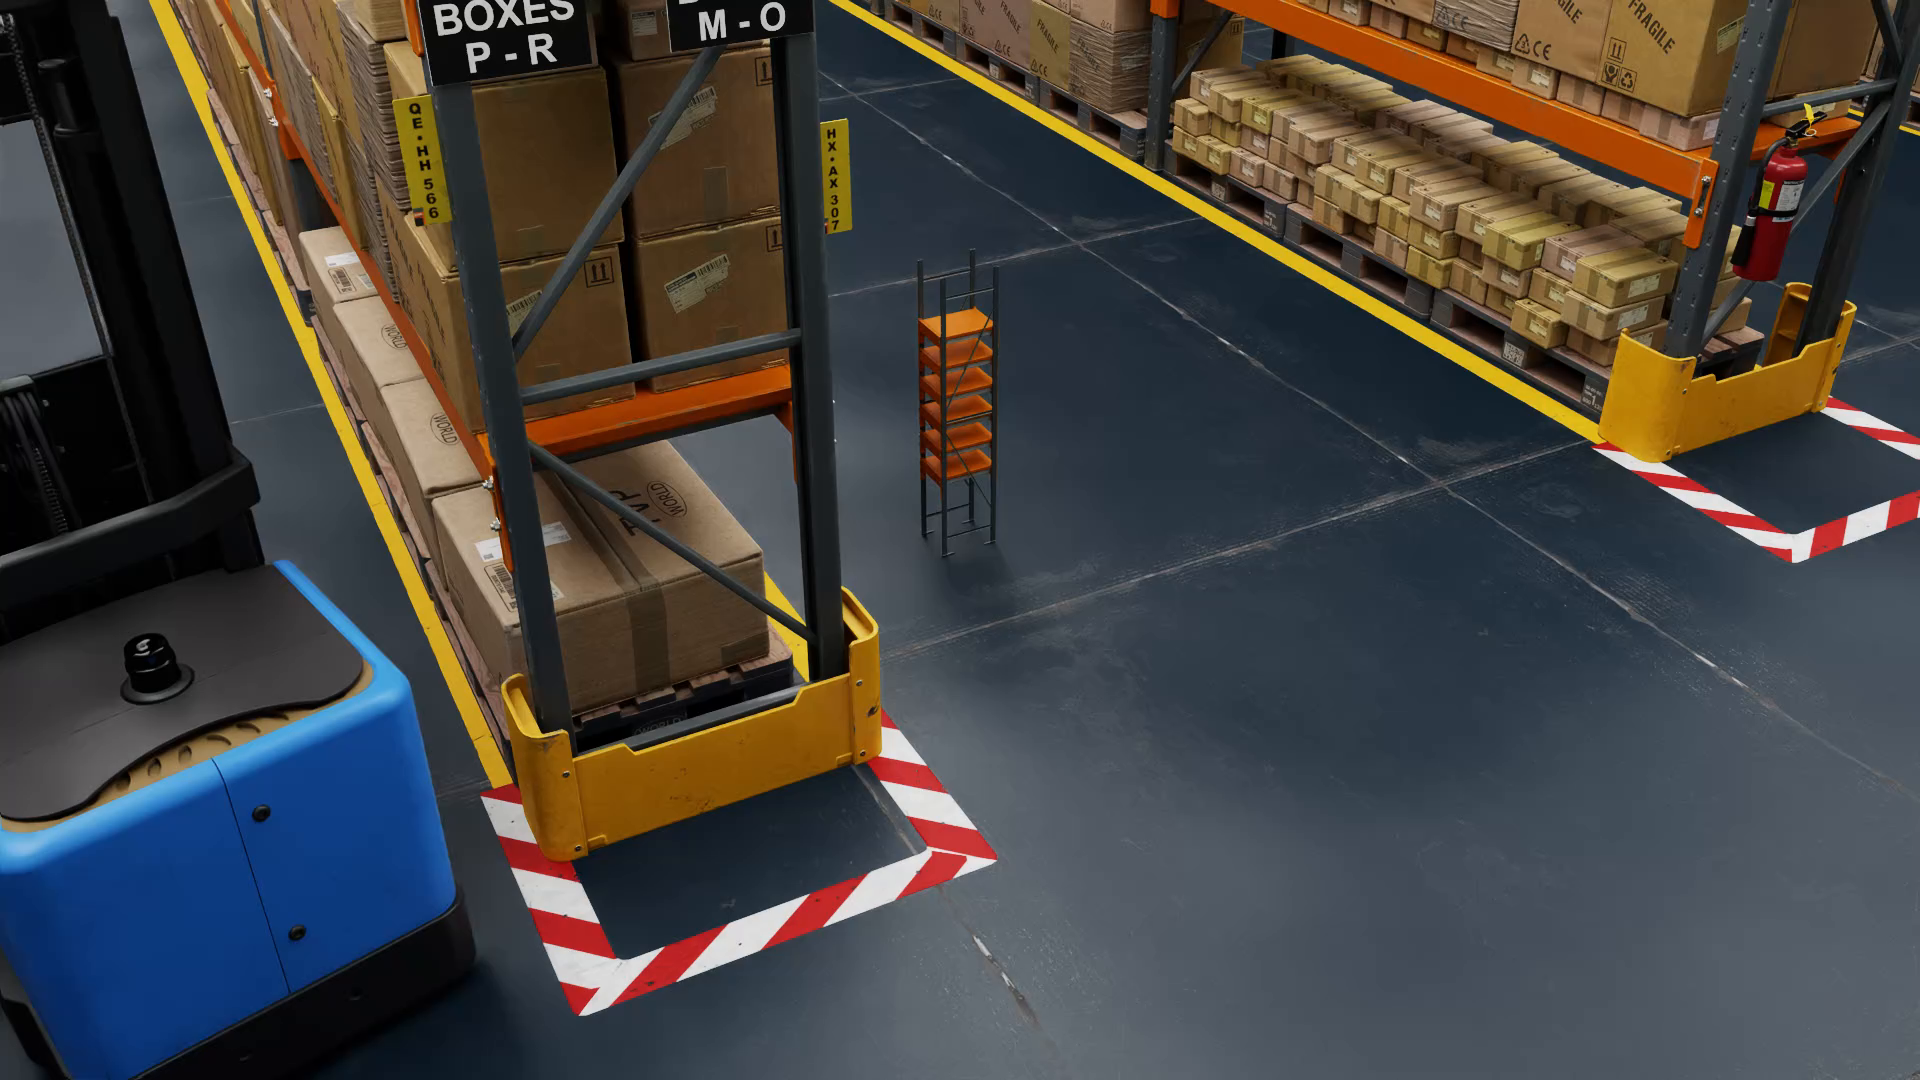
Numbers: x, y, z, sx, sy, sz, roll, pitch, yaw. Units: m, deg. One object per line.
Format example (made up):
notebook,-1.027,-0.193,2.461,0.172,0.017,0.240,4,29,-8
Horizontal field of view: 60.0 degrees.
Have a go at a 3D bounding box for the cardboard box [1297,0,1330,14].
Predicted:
cardboard box,1.998,-2.878,8.695,0.380,0.149,0.250,-15,36,-22

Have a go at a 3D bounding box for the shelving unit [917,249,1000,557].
shelving unit,-0.007,-0.512,6.437,0.258,1.200,0.189,-16,36,-23

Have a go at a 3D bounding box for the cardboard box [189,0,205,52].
cardboard box,-4.834,-3.646,11.707,0.950,0.372,0.625,-18,37,-26

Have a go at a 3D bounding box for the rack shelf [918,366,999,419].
rack shelf,-0.007,-0.576,6.396,0.258,0.103,0.180,-16,36,-23

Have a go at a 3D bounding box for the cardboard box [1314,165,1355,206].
cardboard box,2.139,-1.928,8.956,0.380,0.149,0.250,-16,36,-23

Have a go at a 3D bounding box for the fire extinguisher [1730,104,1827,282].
fire extinguisher,3.192,-1.353,6.499,0.296,0.674,0.183,-16,36,-23

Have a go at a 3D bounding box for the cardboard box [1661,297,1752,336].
cardboard box,3.521,-1.086,7.918,0.380,0.149,0.250,-15,36,-22

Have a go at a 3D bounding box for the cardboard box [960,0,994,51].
cardboard box,0.337,-3.837,11.886,0.500,0.500,0.500,-17,36,-24

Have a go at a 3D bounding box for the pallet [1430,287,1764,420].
pallet,3.099,-1.038,8.174,1.003,0.211,1.213,-16,36,-23

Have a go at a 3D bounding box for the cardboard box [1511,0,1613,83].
cardboard box,2.810,-2.343,7.259,0.500,0.500,0.500,-16,36,-24

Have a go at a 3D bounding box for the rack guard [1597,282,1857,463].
rack guard,3.447,-0.763,7.477,1.175,0.500,0.348,-16,36,-23

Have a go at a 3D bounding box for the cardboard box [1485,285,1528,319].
cardboard box,2.796,-1.199,8.095,0.380,0.149,0.250,-16,36,-23

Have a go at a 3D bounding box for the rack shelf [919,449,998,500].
rack shelf,-0.007,-0.273,6.591,0.258,0.103,0.180,-16,36,-23

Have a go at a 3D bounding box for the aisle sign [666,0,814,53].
aisle sign,-0.559,-1.619,4.087,0.394,0.787,0.004,-16,36,-23

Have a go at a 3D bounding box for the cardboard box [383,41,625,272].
cardboard box,-1.285,-1.119,4.697,0.500,0.500,0.500,-15,35,-22

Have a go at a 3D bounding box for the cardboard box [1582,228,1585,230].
cardboard box,3.195,-1.435,8.187,0.380,0.149,0.250,-15,36,-23

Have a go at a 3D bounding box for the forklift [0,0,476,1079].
forklift,-2.739,-0.395,4.650,1.130,2.935,3.031,-26,41,-34

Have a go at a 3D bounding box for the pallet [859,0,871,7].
pallet,-0.549,-4.818,14.075,1.003,0.211,1.213,-16,36,-23

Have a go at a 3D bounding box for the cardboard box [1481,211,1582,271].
cardboard box,2.712,-1.421,7.889,0.380,0.149,0.250,-17,36,-24

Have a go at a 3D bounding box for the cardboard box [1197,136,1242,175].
cardboard box,1.627,-2.283,9.786,0.380,0.149,0.250,-15,35,-22

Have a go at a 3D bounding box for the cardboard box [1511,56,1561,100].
cardboard box,2.728,-2.118,7.508,0.380,0.149,0.250,-15,36,-22

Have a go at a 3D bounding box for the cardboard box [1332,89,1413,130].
cardboard box,2.342,-2.438,9.477,0.380,0.149,0.250,-15,35,-22

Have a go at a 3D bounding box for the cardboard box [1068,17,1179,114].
cardboard box,1.049,-3.102,10.740,0.500,0.500,0.500,-17,36,-24

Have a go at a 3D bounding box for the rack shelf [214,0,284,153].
rack shelf,-3.647,-3.046,9.391,1.077,0.370,4.000,-16,36,-23

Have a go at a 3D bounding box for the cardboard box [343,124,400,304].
cardboard box,-1.778,-1.178,5.715,0.500,0.500,0.500,-15,36,-22

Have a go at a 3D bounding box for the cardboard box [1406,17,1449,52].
cardboard box,2.419,-2.517,8.132,0.380,0.149,0.250,-15,36,-22

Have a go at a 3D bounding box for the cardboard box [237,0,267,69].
cardboard box,-3.147,-2.482,7.983,0.500,0.250,0.500,-17,36,-24

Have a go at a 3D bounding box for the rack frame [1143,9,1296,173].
rack frame,1.617,-3.688,9.726,1.000,3.000,0.127,-16,36,-23

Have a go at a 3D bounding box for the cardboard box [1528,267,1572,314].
cardboard box,2.910,-1.199,7.819,0.380,0.149,0.250,-17,36,-24

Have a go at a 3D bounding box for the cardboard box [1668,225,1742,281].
cardboard box,3.539,-1.342,7.765,0.380,0.149,0.250,-18,37,-25

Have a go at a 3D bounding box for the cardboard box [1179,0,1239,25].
cardboard box,1.507,-3.547,10.739,0.500,0.250,0.500,-18,37,-25

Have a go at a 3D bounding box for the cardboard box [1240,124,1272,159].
cardboard box,1.846,-2.331,9.585,0.380,0.149,0.250,-16,36,-23

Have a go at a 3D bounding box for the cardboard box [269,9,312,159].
cardboard box,-2.496,-1.906,6.852,0.500,0.500,0.500,-16,36,-23

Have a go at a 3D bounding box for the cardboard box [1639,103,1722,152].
cardboard box,3.080,-1.758,6.946,0.380,0.149,0.250,-16,36,-23

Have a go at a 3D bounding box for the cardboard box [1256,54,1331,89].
cardboard box,2.014,-2.811,10.059,0.380,0.149,0.250,-15,36,-22

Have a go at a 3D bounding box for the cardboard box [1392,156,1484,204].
cardboard box,2.448,-1.828,8.525,0.380,0.149,0.250,-17,36,-25

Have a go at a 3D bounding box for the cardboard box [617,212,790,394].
cardboard box,-0.819,-0.829,5.171,0.500,0.500,0.500,-16,36,-23

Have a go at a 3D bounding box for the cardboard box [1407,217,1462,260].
cardboard box,2.487,-1.552,8.370,0.380,0.149,0.250,-15,36,-22

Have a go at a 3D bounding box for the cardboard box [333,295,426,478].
cardboard box,-2.099,-0.739,7.109,0.875,0.438,0.875,-17,36,-24

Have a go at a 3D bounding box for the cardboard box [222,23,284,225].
cardboard box,-3.502,-2.382,9.268,0.875,0.875,0.875,-15,36,-22

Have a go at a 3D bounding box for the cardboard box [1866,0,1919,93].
cardboard box,6.709,-3.405,10.865,0.875,0.875,0.875,-16,36,-23

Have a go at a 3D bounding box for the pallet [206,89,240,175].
pallet,-4.279,-2.734,10.822,1.003,0.211,1.213,-16,36,-23

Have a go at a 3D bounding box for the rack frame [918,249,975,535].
rack frame,-0.049,-0.556,6.505,0.240,1.200,0.006,-16,36,-23

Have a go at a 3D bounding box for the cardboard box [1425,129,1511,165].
cardboard box,2.706,-2.061,8.888,0.380,0.149,0.250,-16,36,-23

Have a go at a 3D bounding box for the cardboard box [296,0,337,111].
cardboard box,-2.015,-1.839,5.820,0.500,0.500,0.500,-16,36,-23

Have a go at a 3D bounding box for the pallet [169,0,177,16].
pallet,-6.080,-4.667,13.840,1.003,0.211,1.213,-16,36,-23

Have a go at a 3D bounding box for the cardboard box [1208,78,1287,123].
cardboard box,1.671,-2.552,9.655,0.380,0.149,0.250,-14,35,-21

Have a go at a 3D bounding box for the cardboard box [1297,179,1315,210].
cardboard box,2.108,-1.949,9.265,0.380,0.149,0.250,-17,37,-25

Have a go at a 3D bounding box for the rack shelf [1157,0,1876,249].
rack shelf,2.550,-2.431,8.430,1.077,0.370,4.000,-16,36,-23

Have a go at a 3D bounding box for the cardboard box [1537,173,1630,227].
cardboard box,3.111,-1.693,8.314,0.380,0.149,0.250,-18,37,-25

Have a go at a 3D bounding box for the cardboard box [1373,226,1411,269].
cardboard box,2.385,-1.555,8.651,0.380,0.149,0.250,-15,36,-22

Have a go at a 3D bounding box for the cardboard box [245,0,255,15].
cardboard box,-3.135,-2.691,7.846,0.500,0.250,0.500,-16,36,-23

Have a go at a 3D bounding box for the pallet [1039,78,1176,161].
pallet,1.253,-2.885,11.058,1.003,0.211,1.213,-16,36,-23

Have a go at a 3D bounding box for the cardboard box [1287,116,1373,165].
cardboard box,2.020,-2.183,9.079,0.380,0.149,0.250,-15,36,-22

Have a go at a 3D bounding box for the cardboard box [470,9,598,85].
cardboard box,-1.194,-1.343,4.445,0.380,0.149,0.250,-15,36,-22

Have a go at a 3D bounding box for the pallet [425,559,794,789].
pallet,-1.292,0.326,6.045,1.003,0.211,1.213,-16,36,-23
